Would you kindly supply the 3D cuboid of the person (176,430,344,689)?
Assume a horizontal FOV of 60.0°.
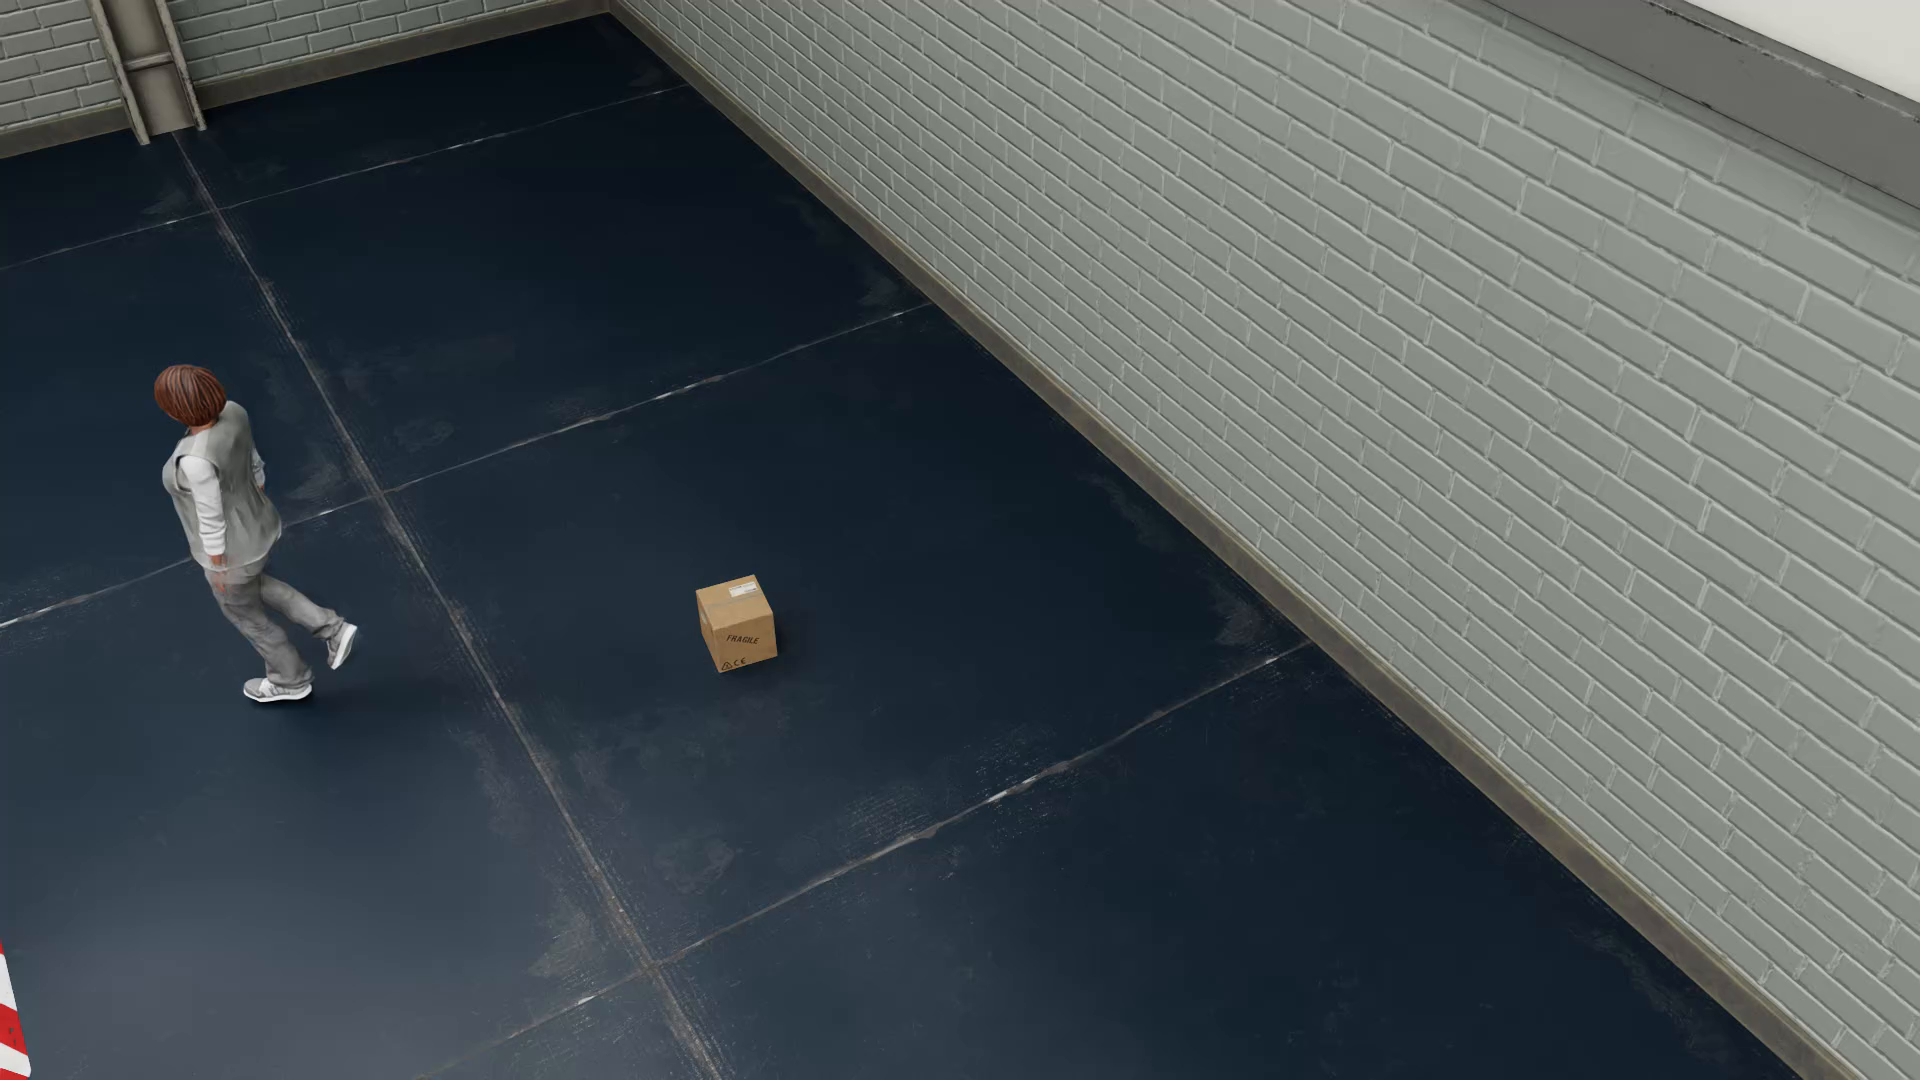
[{"bbox_3d":[-2.631,0.074,6.186,0.429,1.271,0.406,1,41,1],"label":"person"}]
